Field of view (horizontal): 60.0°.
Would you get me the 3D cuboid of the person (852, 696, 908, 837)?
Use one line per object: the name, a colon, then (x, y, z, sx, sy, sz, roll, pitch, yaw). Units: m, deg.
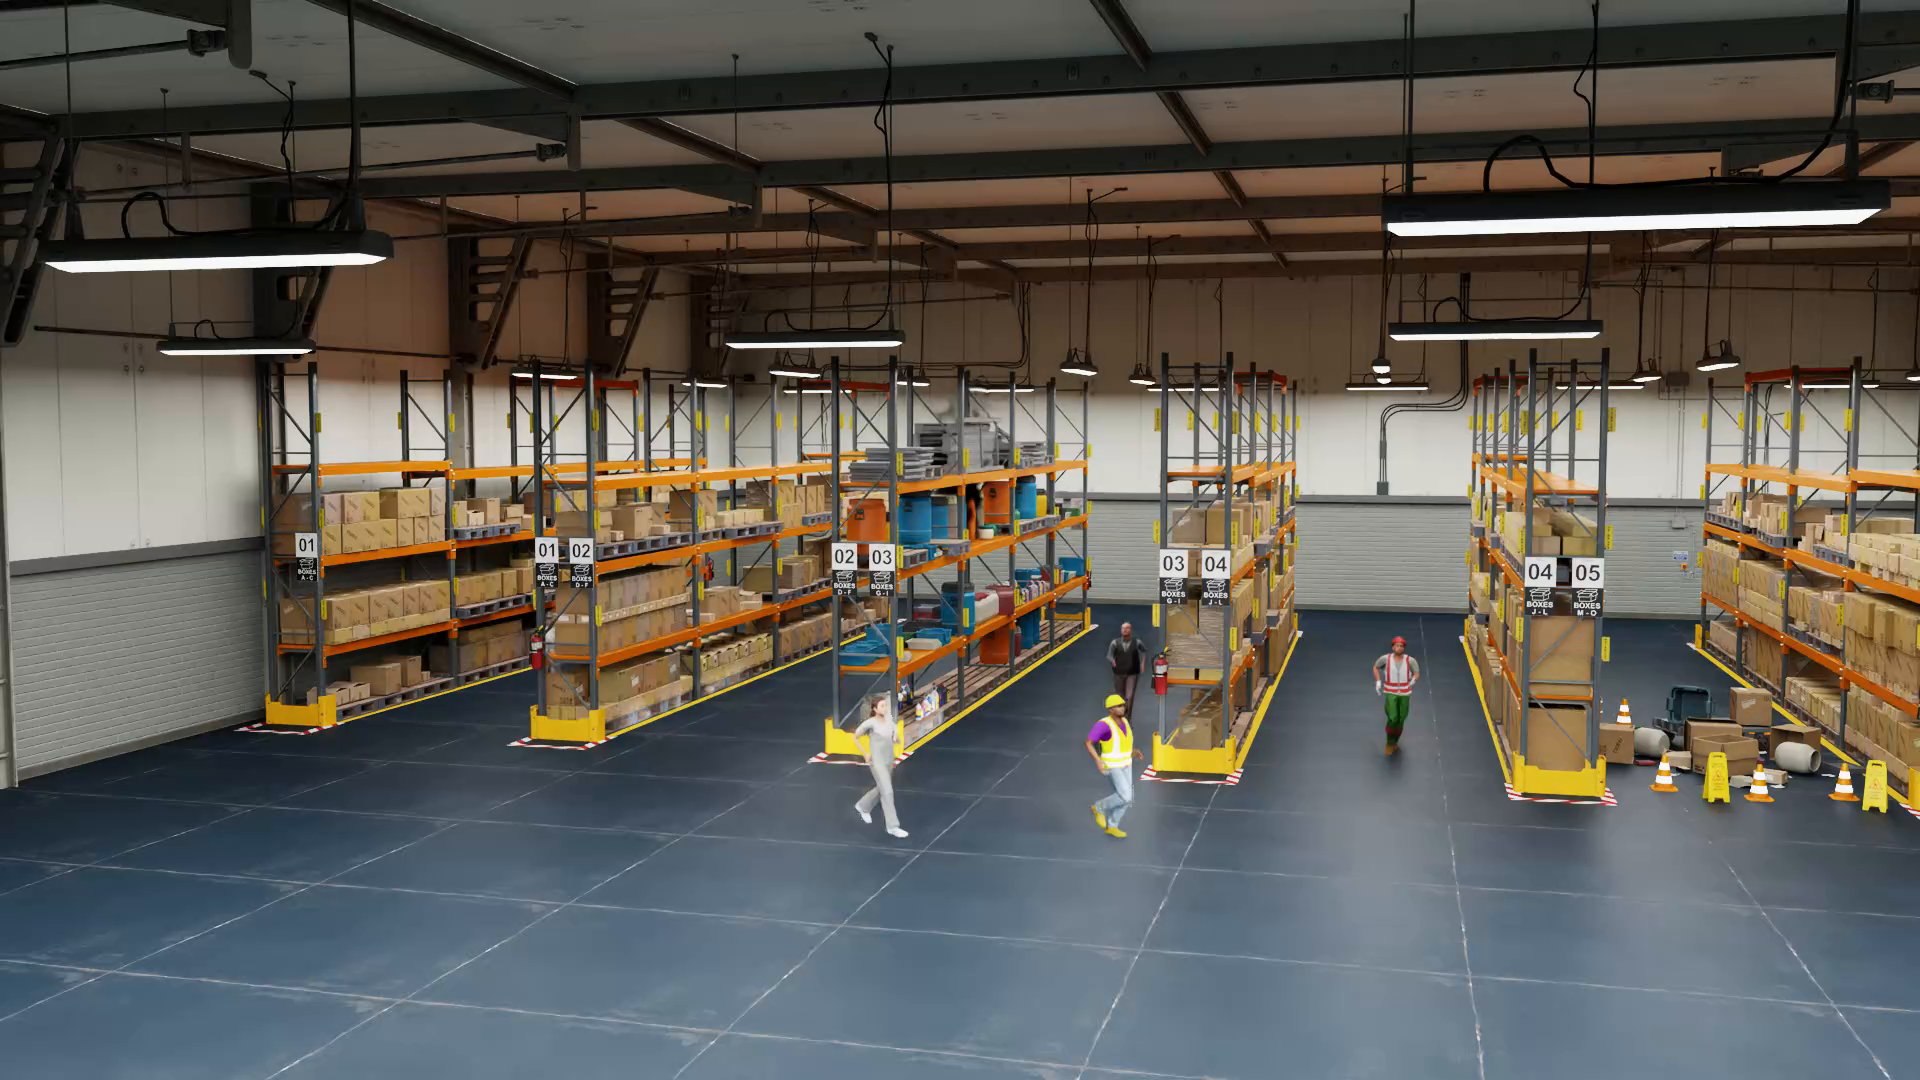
person: (-0.970, 2.720, 20.230, 0.970, 1.651, 0.565, 4, 5, 42)

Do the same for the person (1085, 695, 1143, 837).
person: (1.905, 2.730, 20.100, 0.580, 1.722, 0.699, 4, 6, 43)

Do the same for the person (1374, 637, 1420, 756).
person: (6.607, 2.359, 25.085, 0.642, 1.816, 0.734, 0, 4, 3)

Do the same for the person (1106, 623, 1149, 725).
person: (2.701, 2.187, 26.925, 0.676, 1.686, 0.971, 1, 4, 11)

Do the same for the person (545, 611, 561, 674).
person: (-7.166, 2.105, 29.201, 0.557, 1.737, 0.816, 1, 4, 9)
